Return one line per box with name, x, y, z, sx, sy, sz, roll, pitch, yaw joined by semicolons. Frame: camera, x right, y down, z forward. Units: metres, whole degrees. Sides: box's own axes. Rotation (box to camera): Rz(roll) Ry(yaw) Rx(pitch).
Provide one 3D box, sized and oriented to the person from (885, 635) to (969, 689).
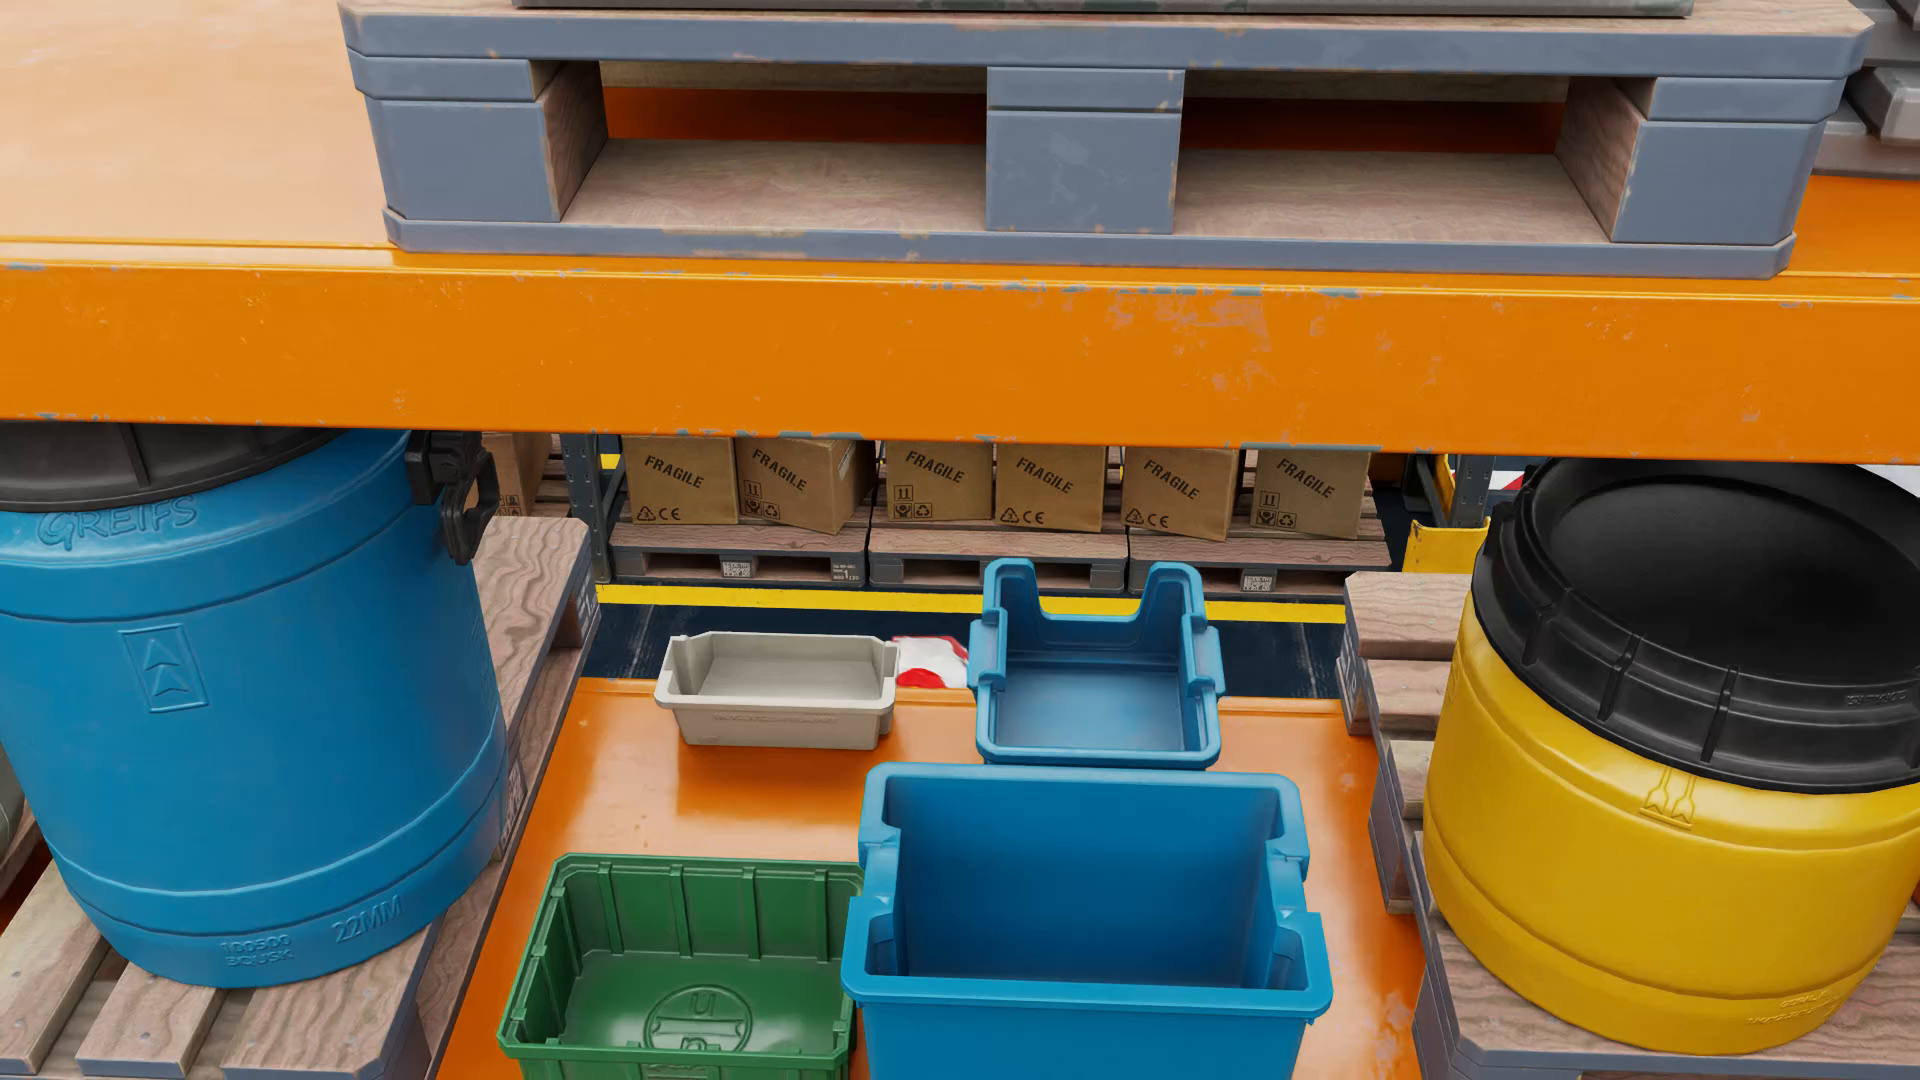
person;-0.136;0.835;5.719;0.484;1.472;0.858;1;35;1
